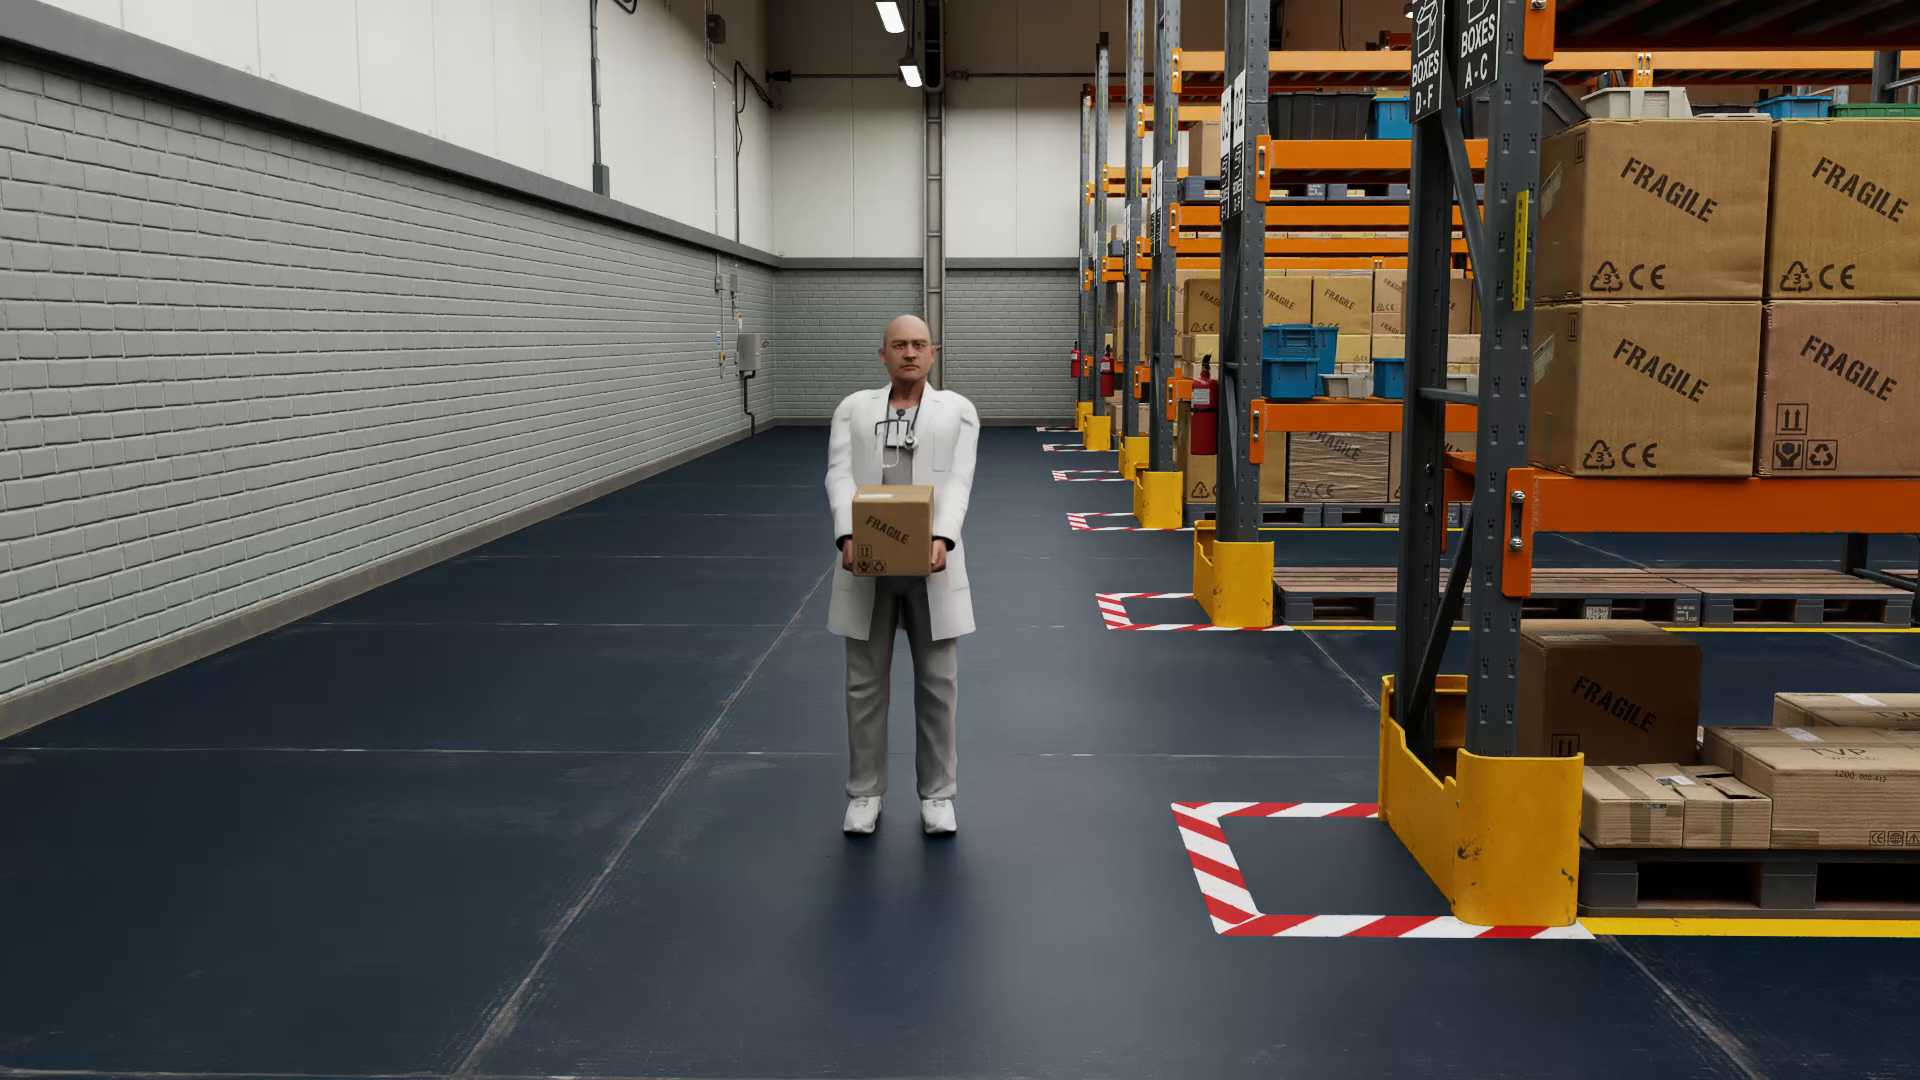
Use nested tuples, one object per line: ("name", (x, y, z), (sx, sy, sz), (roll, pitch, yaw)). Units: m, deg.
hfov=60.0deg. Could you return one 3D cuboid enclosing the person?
("person", (-0.201, 0.125, 5.668), (0.529, 1.772, 0.553), (0, 7, 2))
